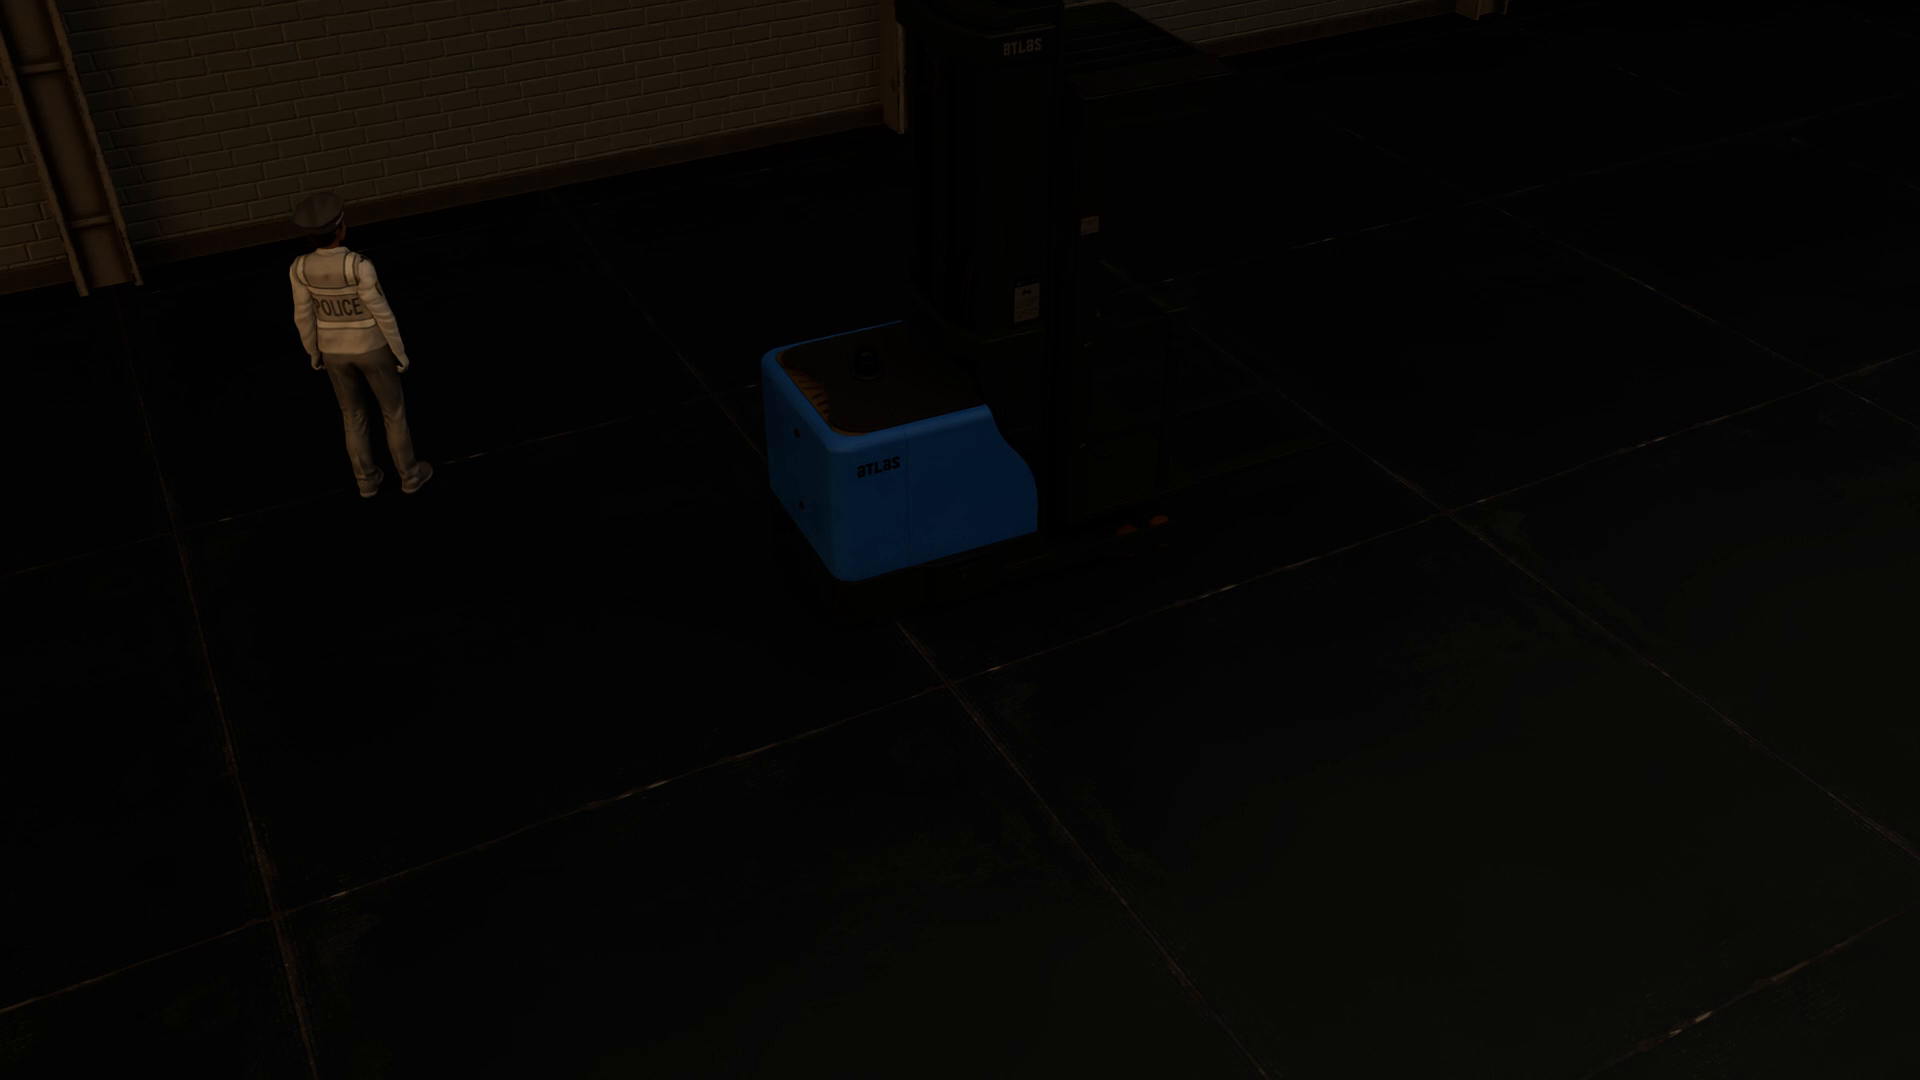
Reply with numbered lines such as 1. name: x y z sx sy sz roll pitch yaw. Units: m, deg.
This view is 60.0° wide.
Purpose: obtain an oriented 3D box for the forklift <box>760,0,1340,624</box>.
1. forklift: 0.566 -1.367 8.057 3.031 2.935 1.130 -16 38 -21

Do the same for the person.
1. person: -3.115 -0.991 8.609 0.513 1.687 0.342 0 35 0
